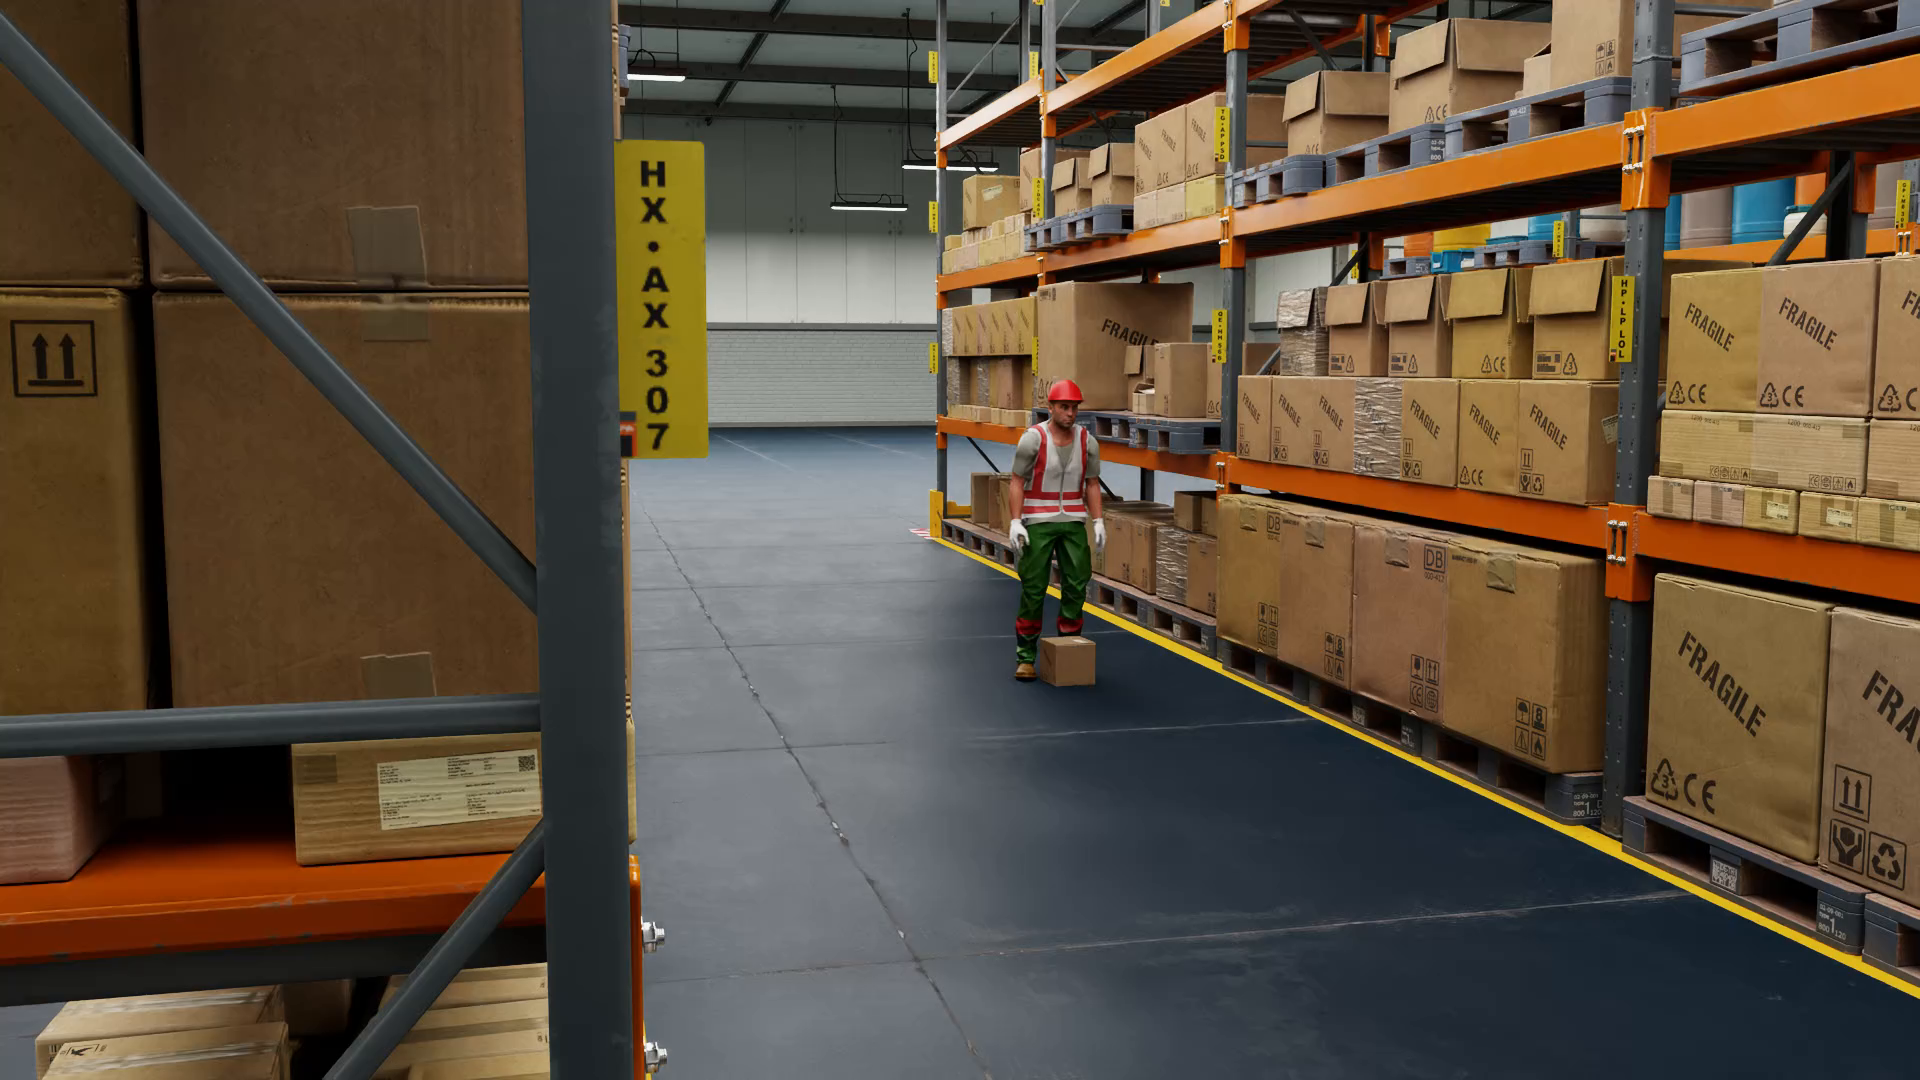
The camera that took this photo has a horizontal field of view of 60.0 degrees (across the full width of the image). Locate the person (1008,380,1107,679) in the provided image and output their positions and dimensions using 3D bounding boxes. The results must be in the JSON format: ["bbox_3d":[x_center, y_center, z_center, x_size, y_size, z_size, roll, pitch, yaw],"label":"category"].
[{"bbox_3d":[0.583,-0.067,9.952,0.623,1.780,0.450,-2,6,-16],"label":"person"}]
